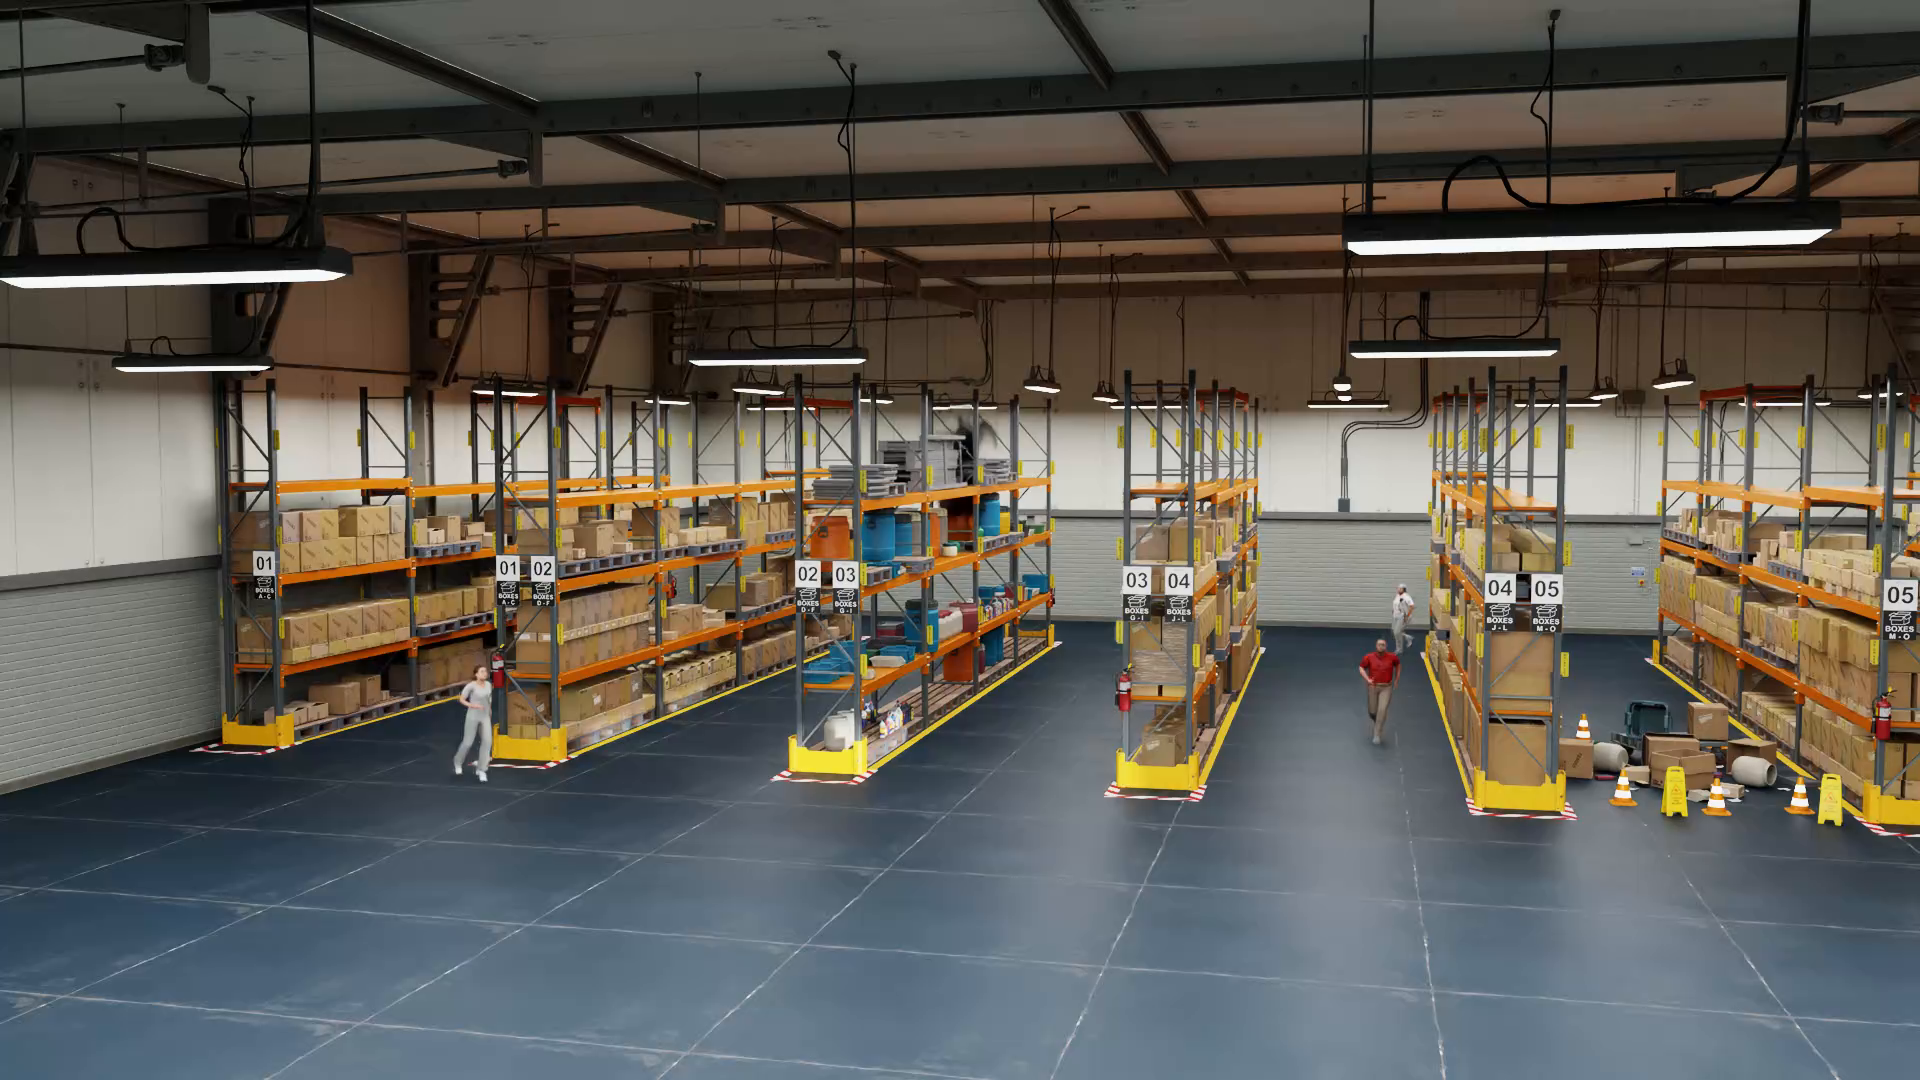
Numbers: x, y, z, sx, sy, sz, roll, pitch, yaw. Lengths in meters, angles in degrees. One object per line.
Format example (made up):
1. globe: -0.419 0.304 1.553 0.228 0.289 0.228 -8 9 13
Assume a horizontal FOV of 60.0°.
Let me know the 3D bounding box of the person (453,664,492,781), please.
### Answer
1. person: -7.157 2.683 24.691 0.597 1.670 0.885 -3 5 -44

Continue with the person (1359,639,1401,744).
1. person: 7.008 2.496 27.793 0.669 1.722 0.926 1 4 14

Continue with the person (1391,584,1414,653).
1. person: 10.454 1.851 39.222 0.587 1.646 0.642 -1 4 -16
